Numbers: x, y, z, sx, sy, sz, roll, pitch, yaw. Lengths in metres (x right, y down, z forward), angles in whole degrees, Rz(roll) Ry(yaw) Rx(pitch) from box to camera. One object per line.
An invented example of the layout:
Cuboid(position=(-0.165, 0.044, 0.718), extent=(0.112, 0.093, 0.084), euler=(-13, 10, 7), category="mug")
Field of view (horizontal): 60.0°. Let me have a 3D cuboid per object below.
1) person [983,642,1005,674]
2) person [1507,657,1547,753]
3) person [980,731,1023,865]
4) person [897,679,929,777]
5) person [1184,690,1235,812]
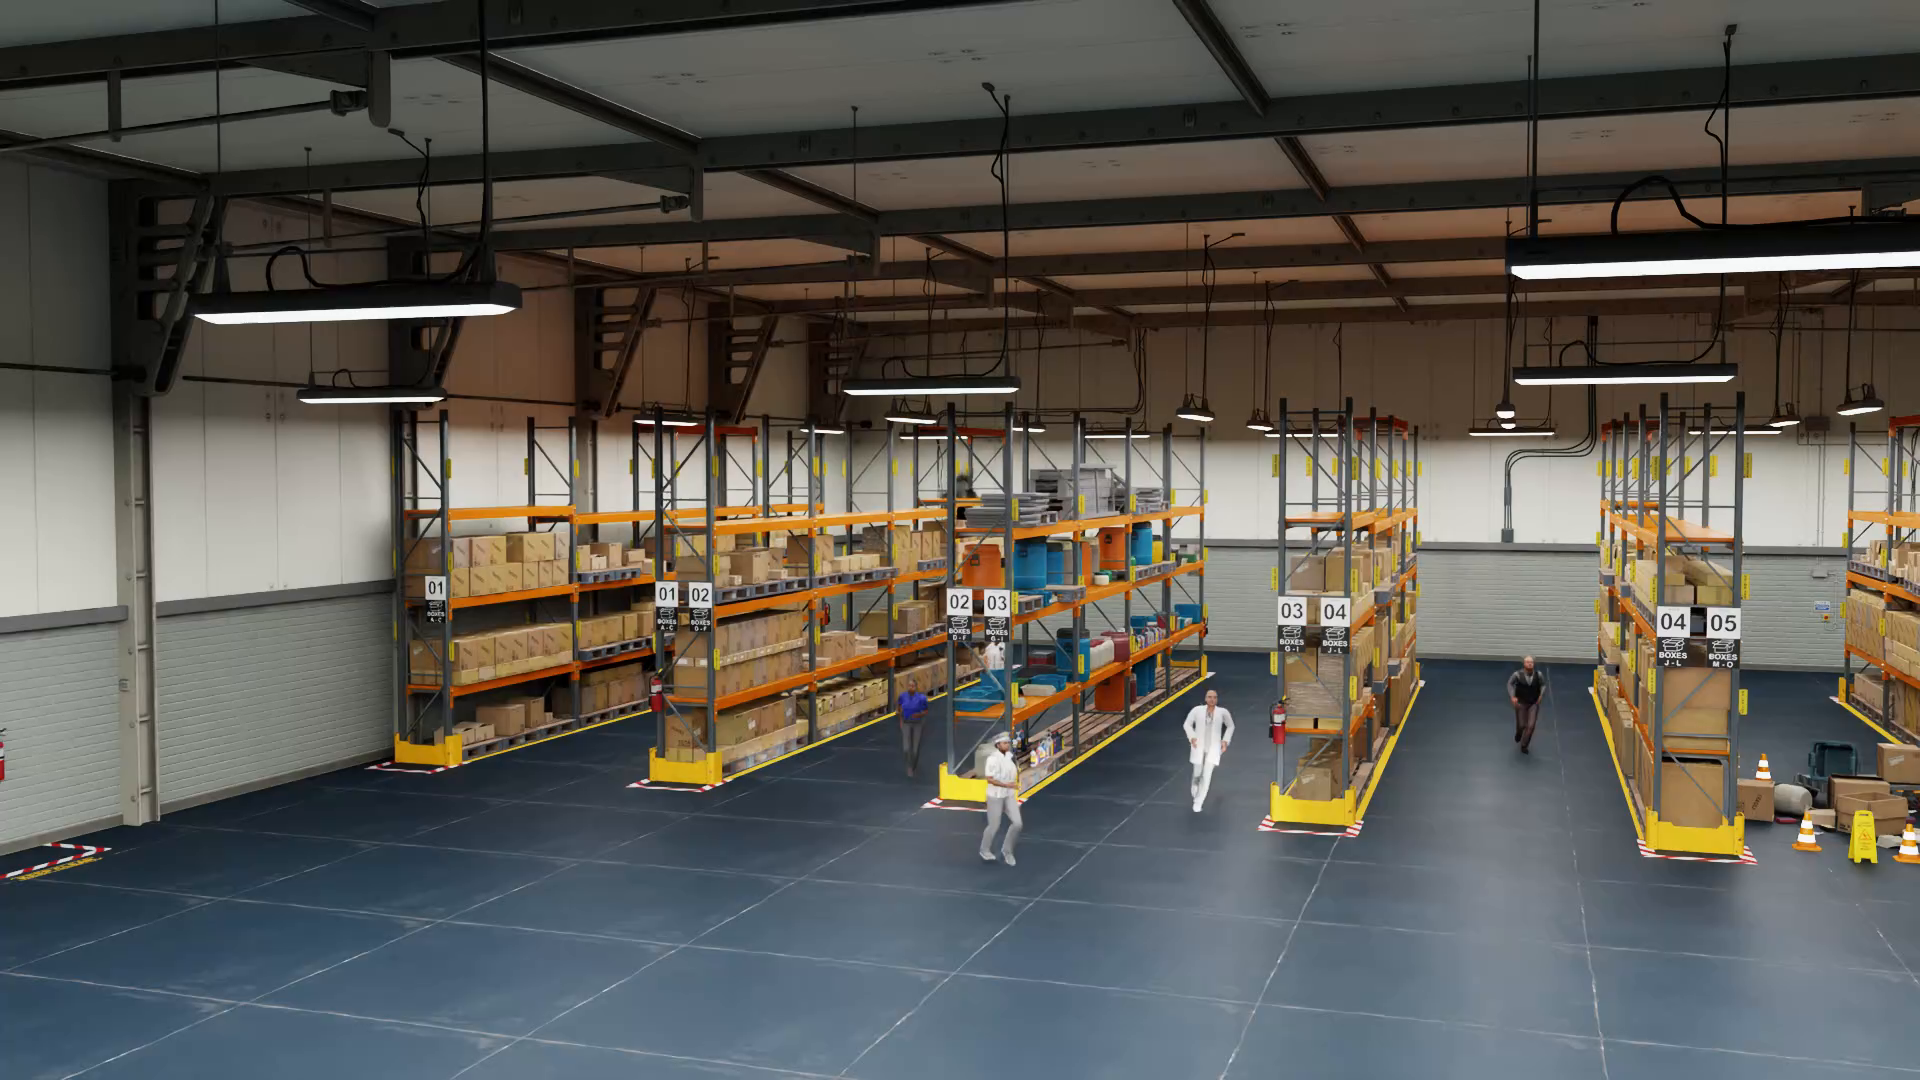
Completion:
Cuboid(position=(0.758, 2.715, 34.616), extent=(0.606, 1.627, 0.517), euler=(1, 3, 17), category="person")
Cuboid(position=(10.053, 2.907, 29.474), extent=(0.677, 1.686, 0.581), euler=(0, 2, 9), category="person")
Cuboid(position=(0.547, 3.276, 21.024), extent=(0.590, 1.743, 0.717), euler=(-2, 3, -41), category="person")
Cuboid(position=(-0.767, 3.036, 26.850), extent=(0.541, 1.616, 0.717), euler=(0, 2, 4), category="person")
Cuboid(position=(3.689, 3.099, 24.621), extent=(0.750, 1.771, 0.779), euler=(0, 2, 7), category="person")
